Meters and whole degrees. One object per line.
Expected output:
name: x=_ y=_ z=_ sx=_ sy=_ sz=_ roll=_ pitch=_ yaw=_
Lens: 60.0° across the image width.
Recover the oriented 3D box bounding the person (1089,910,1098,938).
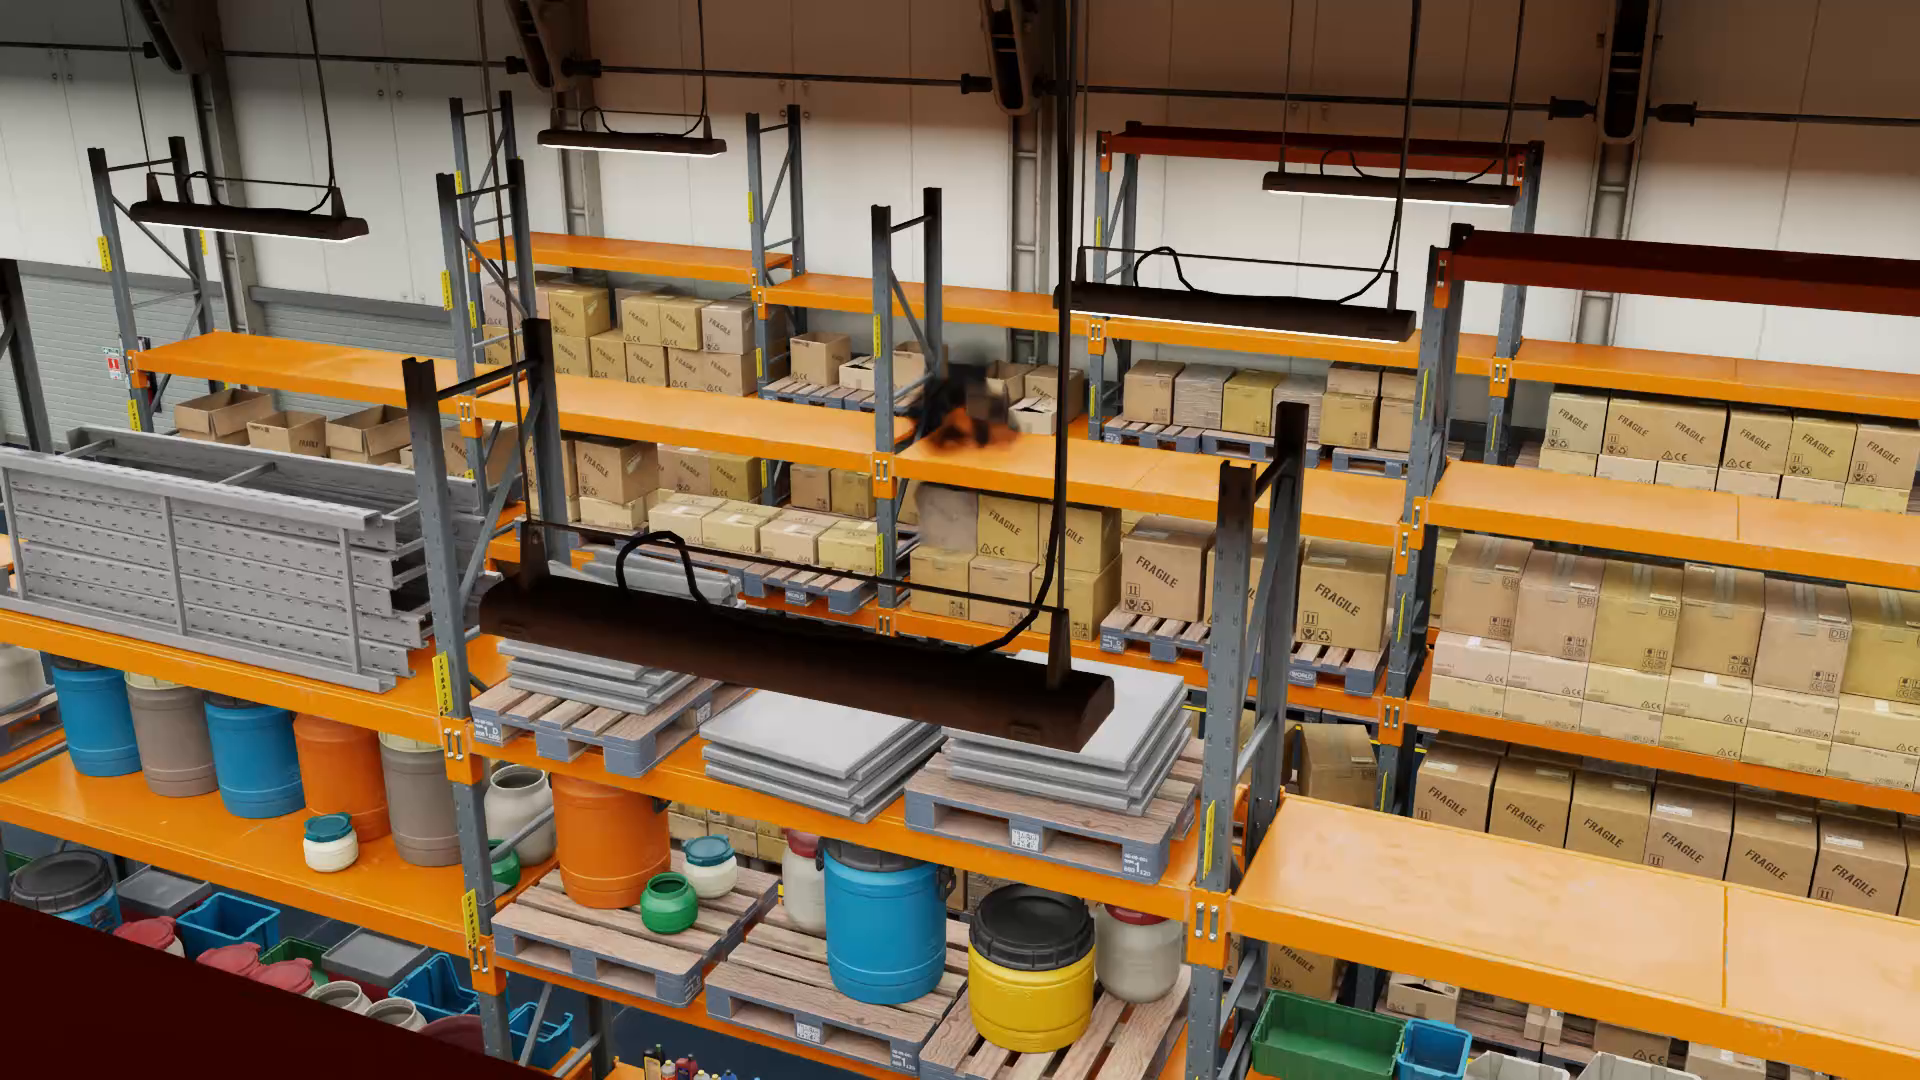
person: x=0.807 y=3.283 z=11.528 sx=0.633 sy=1.666 sz=0.586 roll=5 pitch=21 yaw=12
